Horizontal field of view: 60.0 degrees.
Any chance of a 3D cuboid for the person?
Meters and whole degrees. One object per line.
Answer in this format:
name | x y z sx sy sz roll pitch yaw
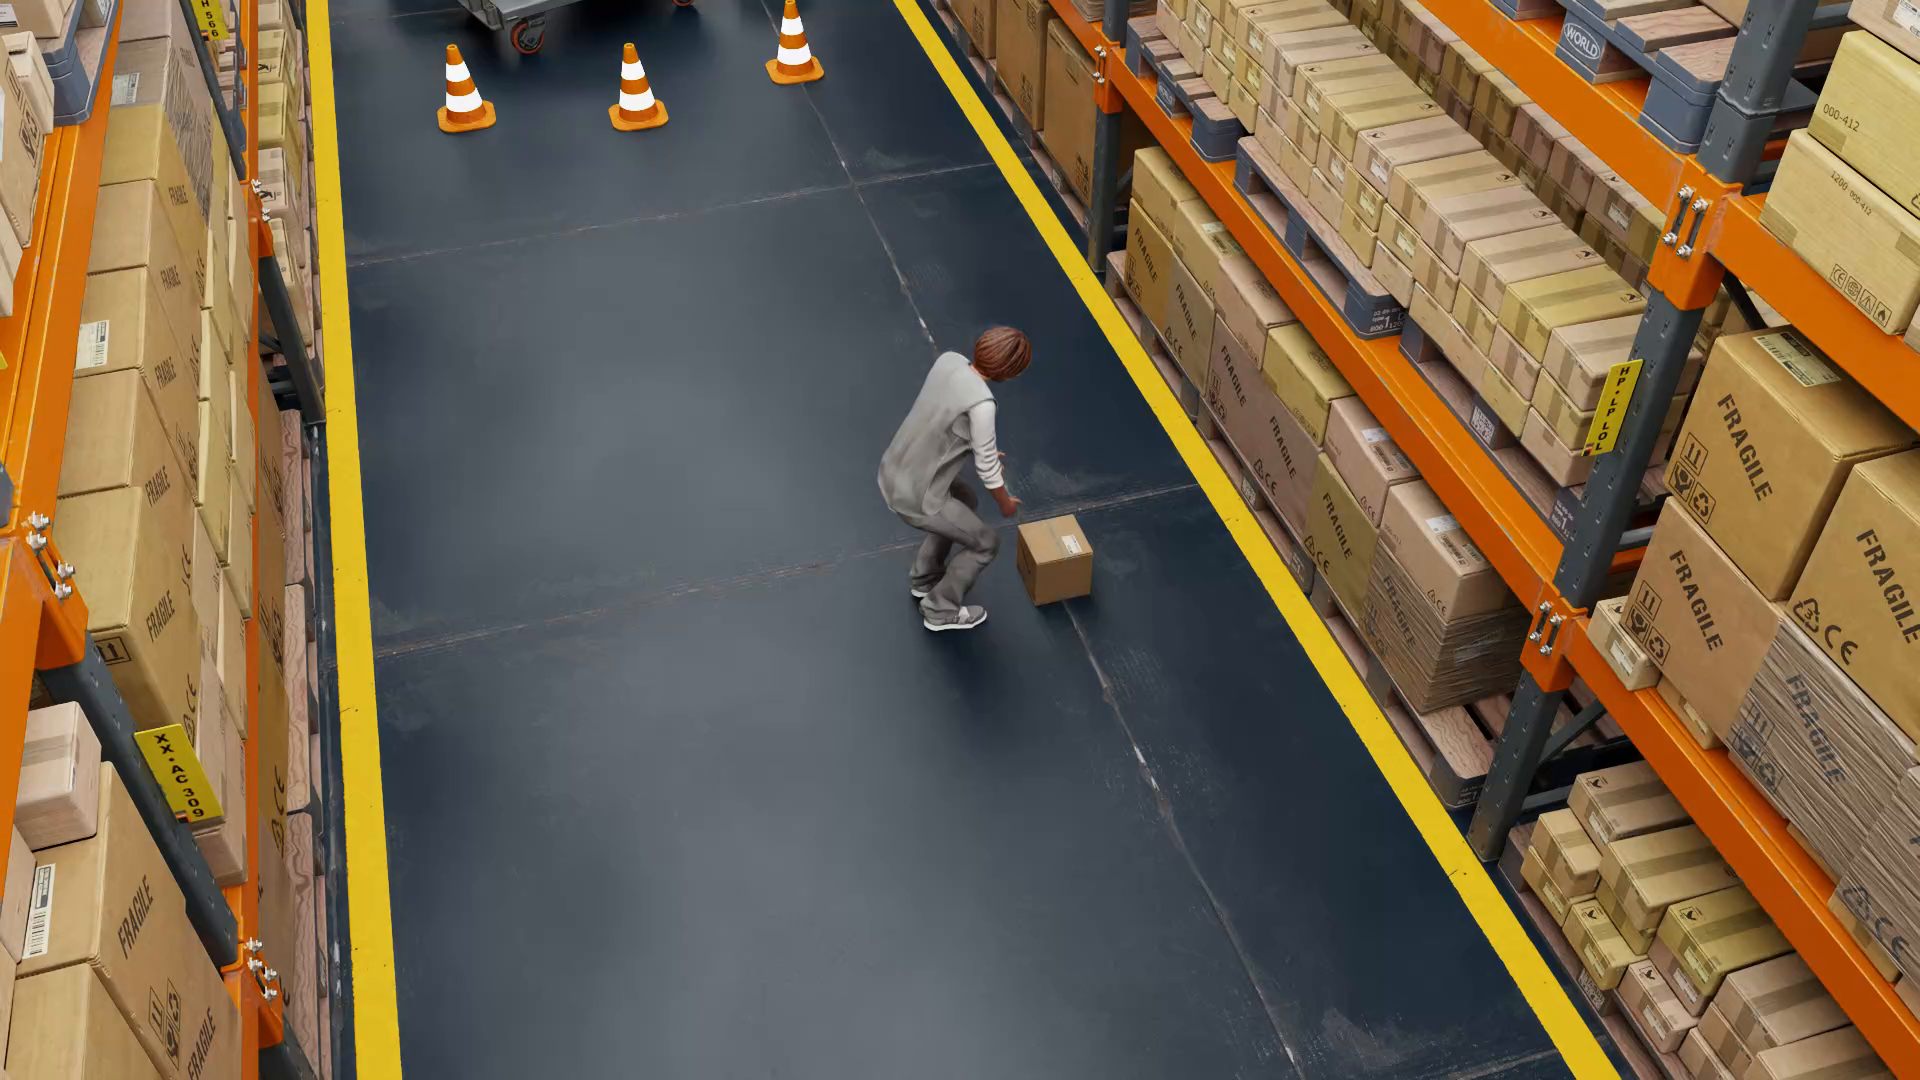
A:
person | -0.027 -0.247 6.622 0.621 1.351 0.461 -12 44 -12
